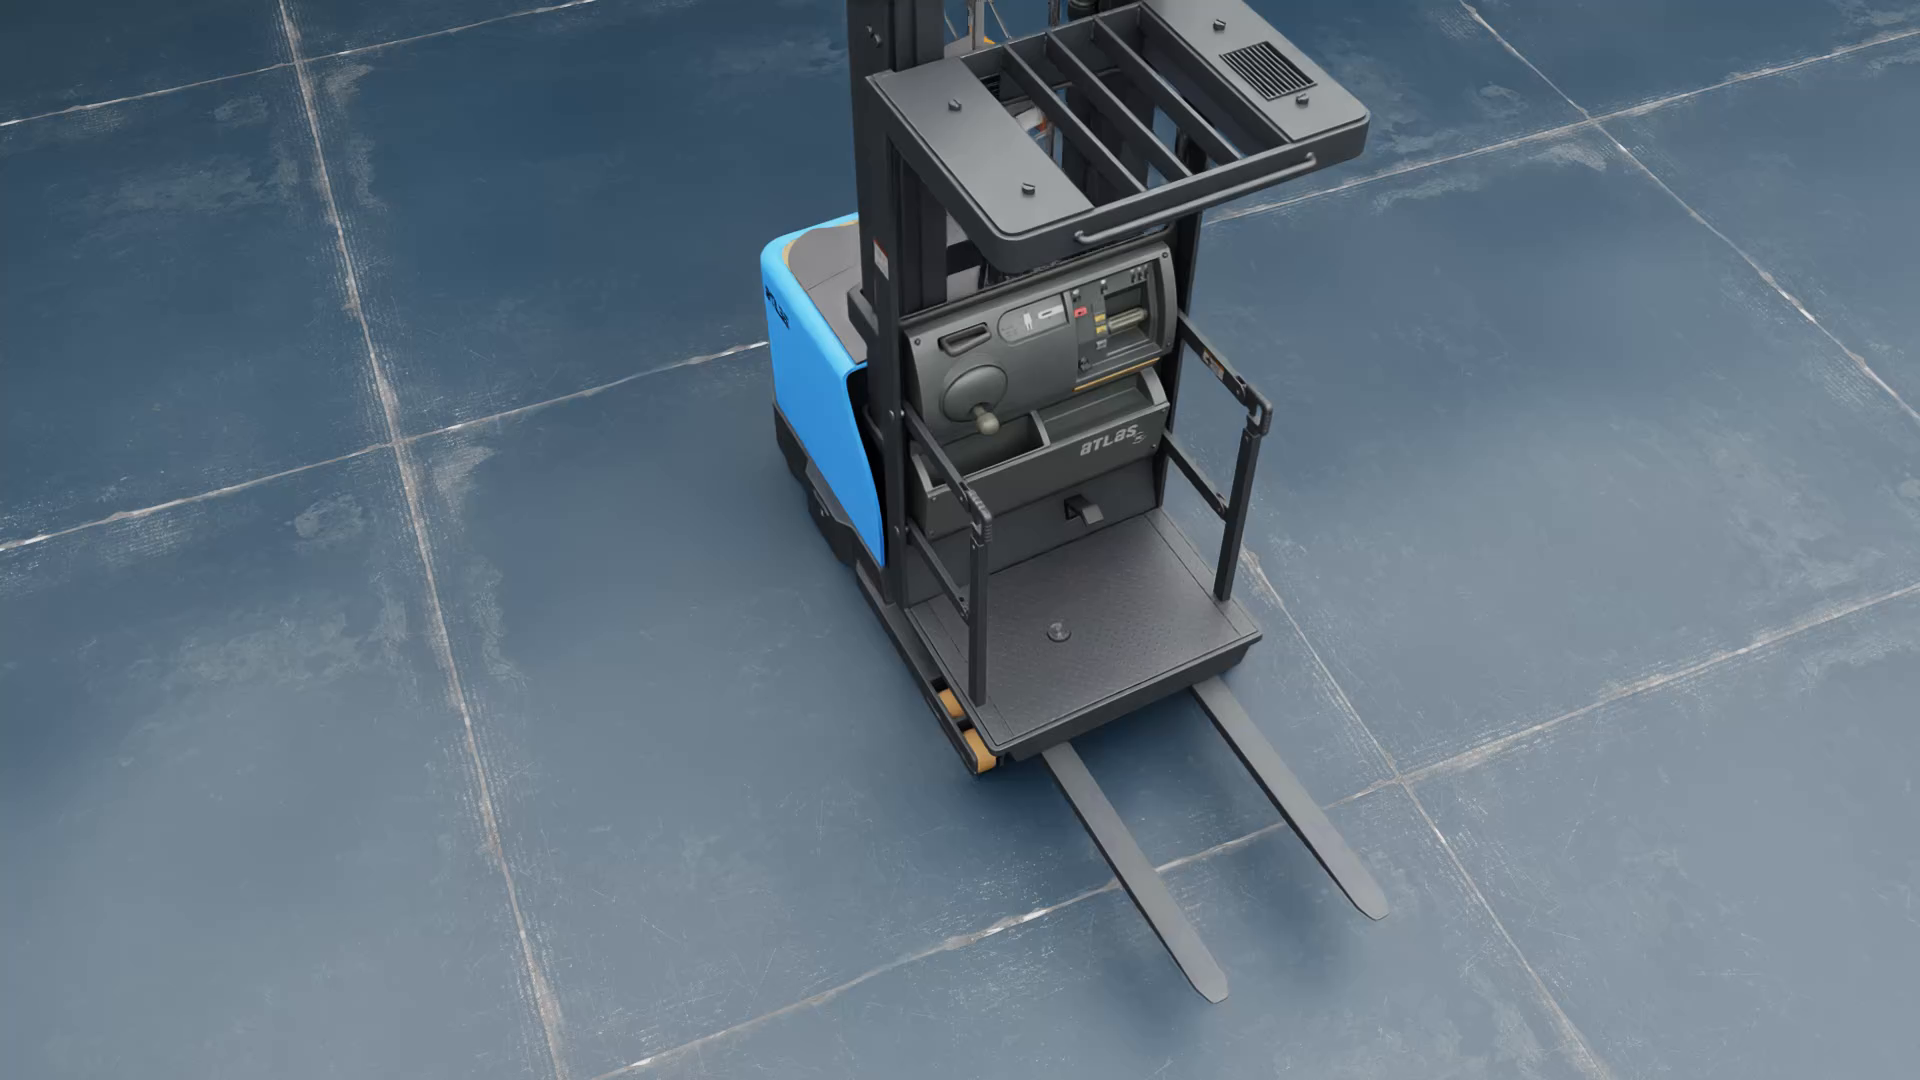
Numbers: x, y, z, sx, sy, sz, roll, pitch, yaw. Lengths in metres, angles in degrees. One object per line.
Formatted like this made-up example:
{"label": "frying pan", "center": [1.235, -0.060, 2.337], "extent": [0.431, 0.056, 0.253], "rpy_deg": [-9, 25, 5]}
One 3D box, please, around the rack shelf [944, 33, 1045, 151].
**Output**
{"label": "rack shelf", "center": [0.057, -1.671, 6.660], "extent": [0.431, 0.518, 0.480], "rpy_deg": [-32, 56, -24]}

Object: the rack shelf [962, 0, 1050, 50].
{"label": "rack shelf", "center": [0.057, -2.128, 6.129], "extent": [0.431, 0.518, 0.480], "rpy_deg": [-32, 56, -24]}

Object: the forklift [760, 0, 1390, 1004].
{"label": "forklift", "center": [0.373, -0.527, 5.111], "extent": [1.130, 2.935, 3.031], "rpy_deg": [-22, 53, -17]}

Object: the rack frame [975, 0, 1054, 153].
{"label": "rack frame", "center": [0.211, -1.537, 6.526], "extent": [0.400, 2.100, 0.015], "rpy_deg": [-32, 56, -24]}

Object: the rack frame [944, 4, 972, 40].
{"label": "rack frame", "center": [-0.097, -1.824, 6.773], "extent": [0.400, 2.100, 0.015], "rpy_deg": [-32, 56, -24]}

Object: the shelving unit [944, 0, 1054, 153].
{"label": "shelving unit", "center": [0.057, -1.680, 6.650], "extent": [0.431, 2.100, 0.503], "rpy_deg": [-32, 56, -24]}
